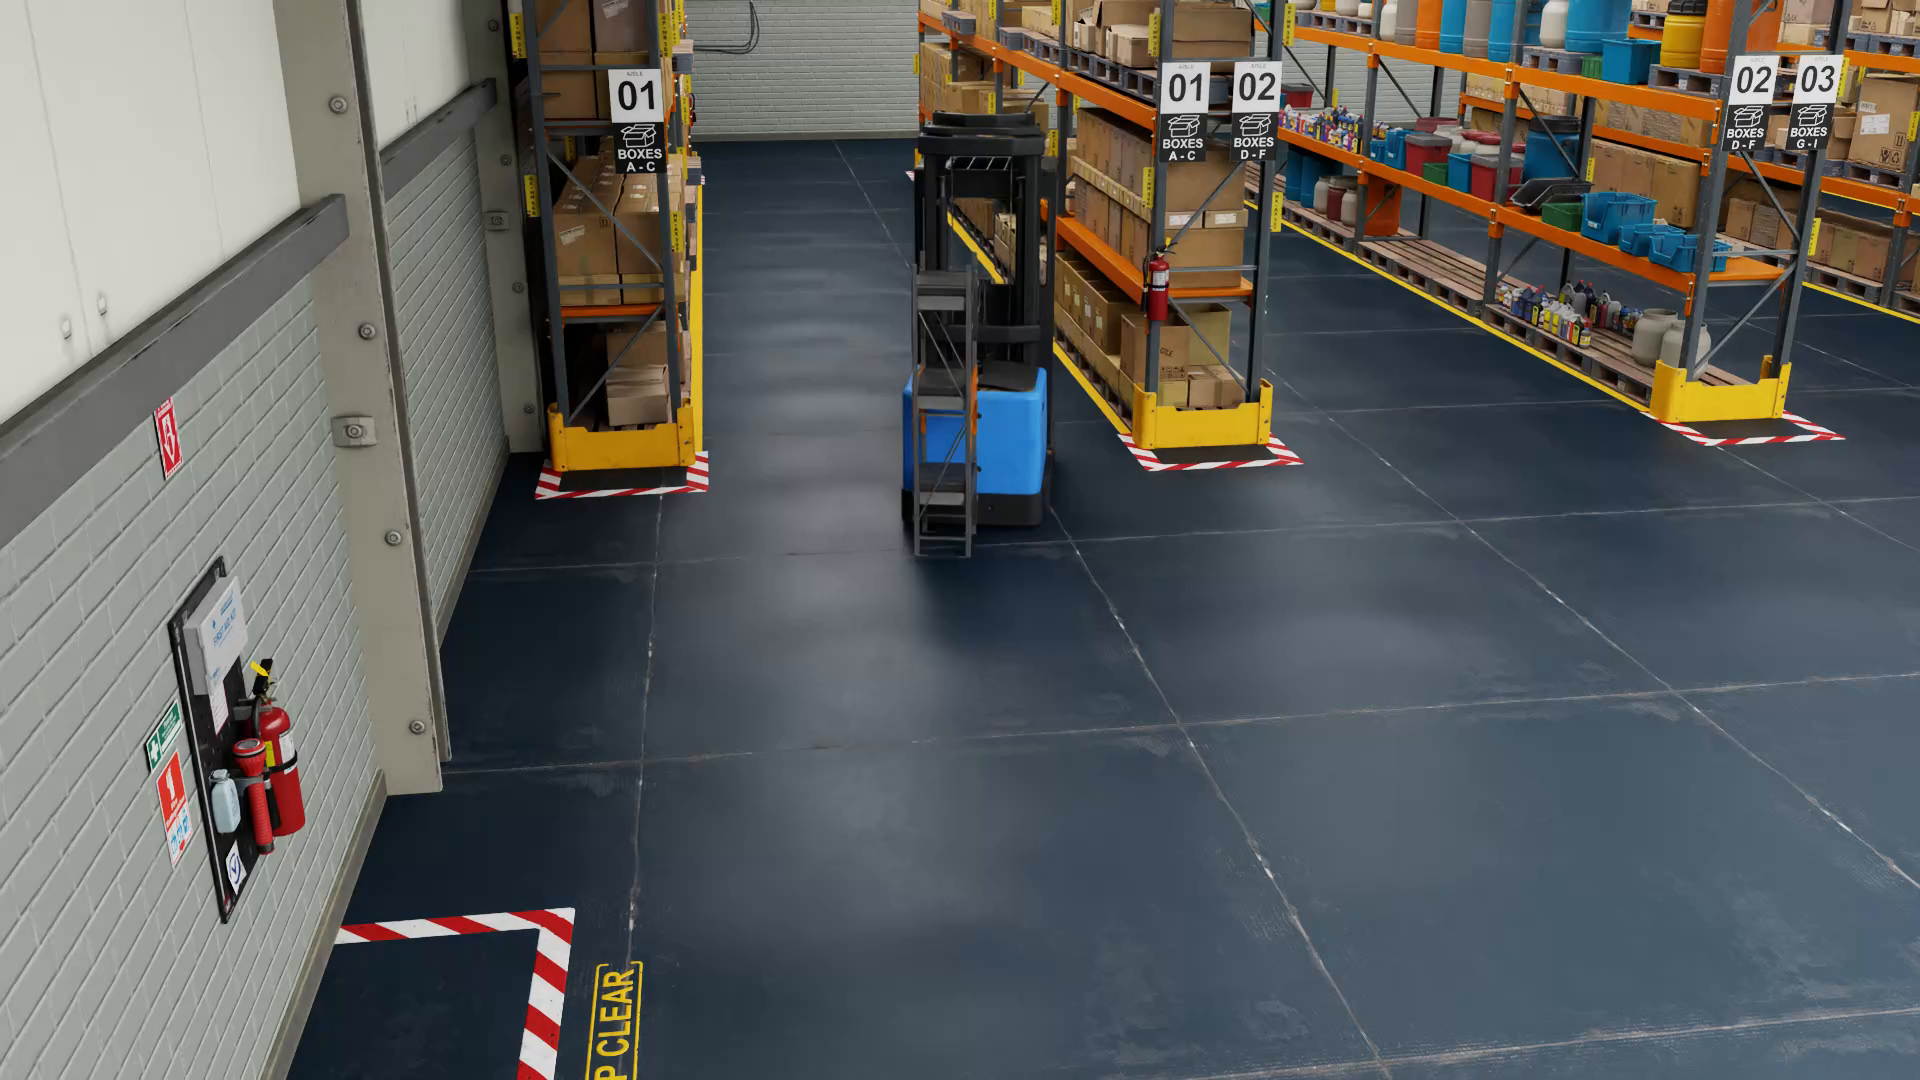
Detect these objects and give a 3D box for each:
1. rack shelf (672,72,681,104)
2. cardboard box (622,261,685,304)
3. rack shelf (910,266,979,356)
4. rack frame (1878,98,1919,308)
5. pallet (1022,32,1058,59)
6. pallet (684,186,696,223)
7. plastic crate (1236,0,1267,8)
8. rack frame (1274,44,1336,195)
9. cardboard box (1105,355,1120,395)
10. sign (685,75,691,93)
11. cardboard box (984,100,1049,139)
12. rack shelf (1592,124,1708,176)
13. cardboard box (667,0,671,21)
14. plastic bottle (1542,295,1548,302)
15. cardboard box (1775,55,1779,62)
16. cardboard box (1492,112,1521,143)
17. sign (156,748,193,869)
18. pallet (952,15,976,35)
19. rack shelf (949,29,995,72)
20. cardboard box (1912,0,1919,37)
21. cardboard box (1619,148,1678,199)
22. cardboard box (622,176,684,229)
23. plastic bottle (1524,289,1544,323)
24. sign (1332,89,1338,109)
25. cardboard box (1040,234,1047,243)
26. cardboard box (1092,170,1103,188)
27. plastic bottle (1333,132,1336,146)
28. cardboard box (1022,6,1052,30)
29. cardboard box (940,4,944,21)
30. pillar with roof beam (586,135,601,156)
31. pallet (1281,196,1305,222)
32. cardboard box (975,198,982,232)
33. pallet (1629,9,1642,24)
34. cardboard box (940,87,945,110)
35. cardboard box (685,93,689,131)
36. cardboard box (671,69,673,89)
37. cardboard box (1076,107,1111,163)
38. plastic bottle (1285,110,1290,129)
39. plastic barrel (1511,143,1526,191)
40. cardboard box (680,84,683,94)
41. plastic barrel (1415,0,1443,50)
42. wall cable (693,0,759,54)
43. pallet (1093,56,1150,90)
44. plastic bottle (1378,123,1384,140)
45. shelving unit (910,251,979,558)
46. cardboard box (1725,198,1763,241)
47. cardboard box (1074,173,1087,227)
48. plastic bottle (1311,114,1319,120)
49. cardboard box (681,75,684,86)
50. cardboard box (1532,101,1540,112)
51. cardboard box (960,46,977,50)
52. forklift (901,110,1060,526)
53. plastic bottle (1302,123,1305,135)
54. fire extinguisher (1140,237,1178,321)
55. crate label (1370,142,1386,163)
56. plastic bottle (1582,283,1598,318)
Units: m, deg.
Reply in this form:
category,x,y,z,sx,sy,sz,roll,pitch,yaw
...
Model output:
category,x,y,z,sx,sy,sz,roll,pitch,yaw
rack shelf,-3.667,-5.175,18.526,1.077,0.370,4.000,-3,21,-8
cardboard box,-2.559,-2.154,13.881,0.500,0.250,0.500,-4,21,-9
rack shelf,-0.103,-1.589,11.508,0.431,0.518,0.480,2,21,5
rack frame,11.326,-4.164,19.078,1.000,3.000,0.127,-3,21,-8
pallet,1.296,-5.750,19.307,1.003,0.211,1.213,-2,21,-5
pallet,-3.345,-3.597,17.833,1.003,0.211,1.213,-3,21,-8
plastic crate,4.709,-8.636,26.933,0.437,0.282,0.530,-3,21,-8
rack frame,5.271,-6.684,25.825,1.000,3.000,0.127,-3,21,-8
cardboard box,1.645,-1.533,15.362,0.500,0.250,0.500,-3,21,-8
sign,-3.997,-6.721,24.381,0.100,0.325,0.005,-3,21,-8
cardboard box,0.743,-5.507,21.929,0.700,0.500,0.500,-10,23,-26
rack shelf,10.461,-5.904,24.766,1.077,0.370,4.000,-3,21,-8
cardboard box,-2.863,-4.815,14.933,0.500,0.500,0.500,-4,21,-10
plastic bottle,6.271,-2.498,17.887,0.097,0.271,0.097,0,20,0
cardboard box,14.453,-8.664,29.130,0.500,0.500,0.500,-3,21,-9
cardboard box,9.899,-6.988,29.074,0.875,0.875,0.875,-3,21,-8
sign,-2.598,0.886,5.505,0.001,0.329,0.234,-3,21,-8
pallet,0.546,-7.164,23.093,1.213,0.211,1.003,-3,21,-8
rack shelf,0.657,-6.811,22.907,1.077,0.370,4.000,-3,21,-8
cardboard box,11.356,-5.982,18.911,0.797,0.503,0.637,-4,21,-10
cardboard box,10.549,-5.299,24.554,1.225,0.875,0.875,-3,21,-8
cardboard box,-2.790,-3.029,15.154,0.500,0.500,0.500,-2,21,-6
plastic bottle,6.157,-2.514,17.816,0.144,0.351,0.185,-4,21,-10
sign,5.816,-6.841,25.849,0.100,0.325,0.005,-3,21,-8
cardboard box,0.961,-3.490,19.801,0.500,0.311,0.500,-3,21,-8
cardboard box,1.518,-3.560,16.391,0.380,0.149,0.250,-4,21,-10
plastic bottle,5.265,-5.614,23.244,0.097,0.201,0.097,0,20,0
cardboard box,1.067,-6.428,20.467,0.500,0.250,0.500,-4,21,-12
cardboard box,-0.026,-8.099,25.541,0.500,0.250,0.500,-3,21,-8
pillar with roof beam,-1.229,-9.411,24.551,9.100,9.000,0.400,-3,21,-8
pallet,5.341,-5.109,25.592,1.003,0.211,1.213,-3,21,-8
cardboard box,0.504,-4.577,23.127,0.500,0.500,0.500,-4,21,-10
pallet,10.353,-7.935,25.160,0.805,0.209,1.217,-4,21,-10
cardboard box,-0.033,-6.821,26.049,0.500,0.500,0.500,-2,21,-6
cardboard box,-4.594,-6.514,24.940,0.980,0.700,0.700,-3,21,-7
cardboard box,-2.884,-4.348,15.112,0.500,0.500,0.500,-4,21,-10
cardboard box,1.593,-4.167,17.089,0.700,0.500,0.500,-3,21,-7
plastic bottle,4.970,-6.356,25.132,0.097,0.271,0.097,0,20,0
plastic barrel,6.504,-4.320,19.302,0.433,0.535,0.433,0,20,0
cardboard box,-3.920,-5.876,21.992,0.500,0.250,0.500,-3,21,-7
plastic barrel,5.846,-6.384,20.120,0.600,0.830,0.708,-3,21,-8
wall cable,-5.571,-10.901,32.980,3.097,2.526,0.112,-3,21,-8
pallet,1.843,-4.314,15.319,1.003,0.211,1.213,-3,21,-8
plastic bottle,5.983,-5.767,23.552,0.097,0.271,0.097,0,20,0
shelving unit,-0.103,-0.946,11.748,0.431,2.100,0.503,2,21,5
cardboard box,10.865,-4.353,22.528,0.700,0.500,0.500,-4,21,-11
cardboard box,1.593,-3.559,17.316,0.700,0.500,0.500,-3,21,-9
plastic bottle,5.245,-6.134,24.529,0.152,0.276,0.135,-3,21,-8
cardboard box,-4.148,-6.405,23.409,0.500,0.250,0.500,-2,21,-7
cardboard box,9.693,-7.172,27.491,0.380,0.149,0.250,-3,21,-7
cardboard box,0.282,-7.841,27.352,0.500,0.500,0.500,-2,21,-6
forklift,0.217,-1.950,13.249,1.130,2.935,3.031,2,21,5
plastic bottle,5.084,-6.049,24.410,0.097,0.201,0.097,0,20,0
fire extinguisher,1.656,-2.180,13.877,0.296,0.674,0.183,-3,21,-8
crate label,5.538,-5.056,21.705,0.303,0.233,0.416,-3,21,-8
plastic bottle,6.830,-2.605,18.060,0.144,0.351,0.185,-4,21,-10
